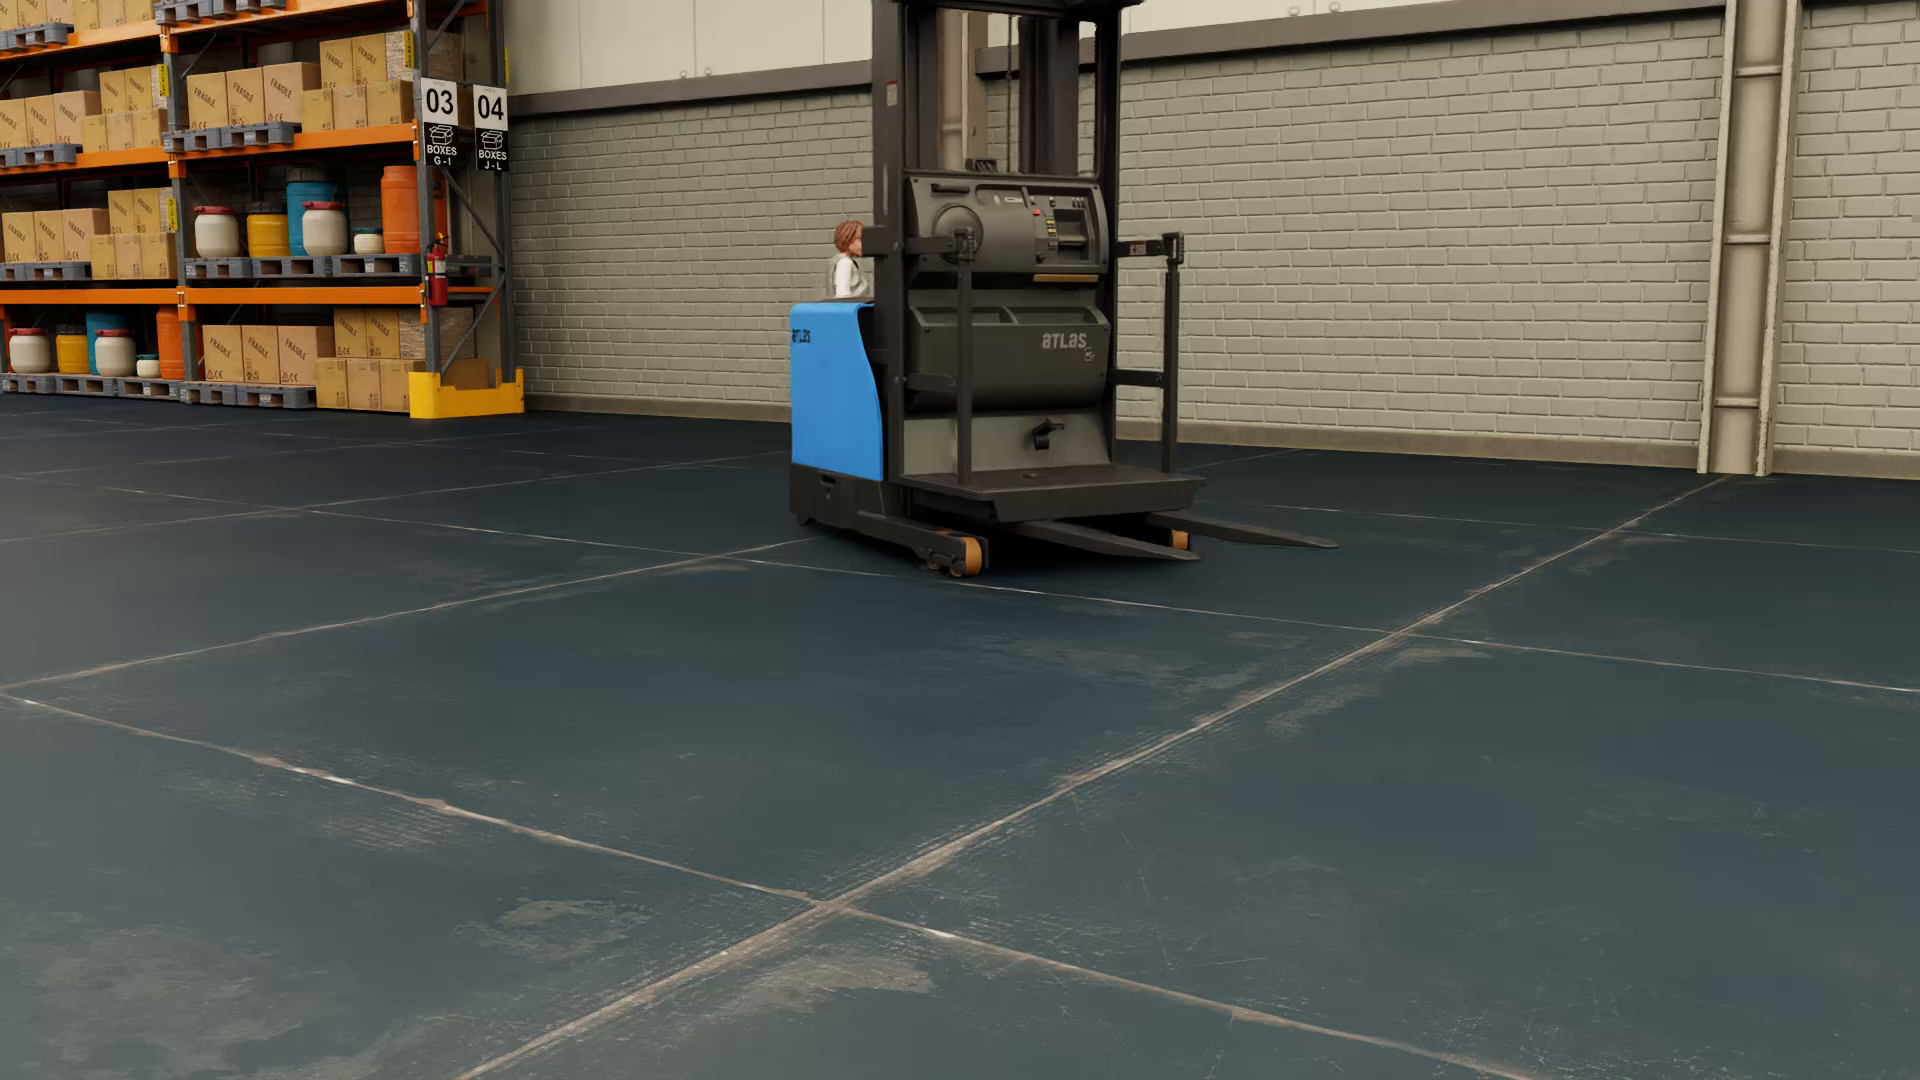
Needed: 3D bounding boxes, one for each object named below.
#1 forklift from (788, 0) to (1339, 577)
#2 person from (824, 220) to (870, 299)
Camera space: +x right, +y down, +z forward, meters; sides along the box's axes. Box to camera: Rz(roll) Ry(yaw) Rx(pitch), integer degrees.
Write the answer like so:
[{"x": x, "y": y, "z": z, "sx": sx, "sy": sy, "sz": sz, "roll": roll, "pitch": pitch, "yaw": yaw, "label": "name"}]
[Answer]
[{"x": 0.320, "y": -1.375, "z": 6.861, "sx": 1.130, "sy": 2.935, "sz": 3.031, "roll": -4, "pitch": 9, "yaw": -28, "label": "forklift"}, {"x": -0.641, "y": -1.203, "z": 10.436, "sx": 0.455, "sy": 1.589, "sz": 0.610, "roll": -3, "pitch": 9, "yaw": -22, "label": "person"}]
